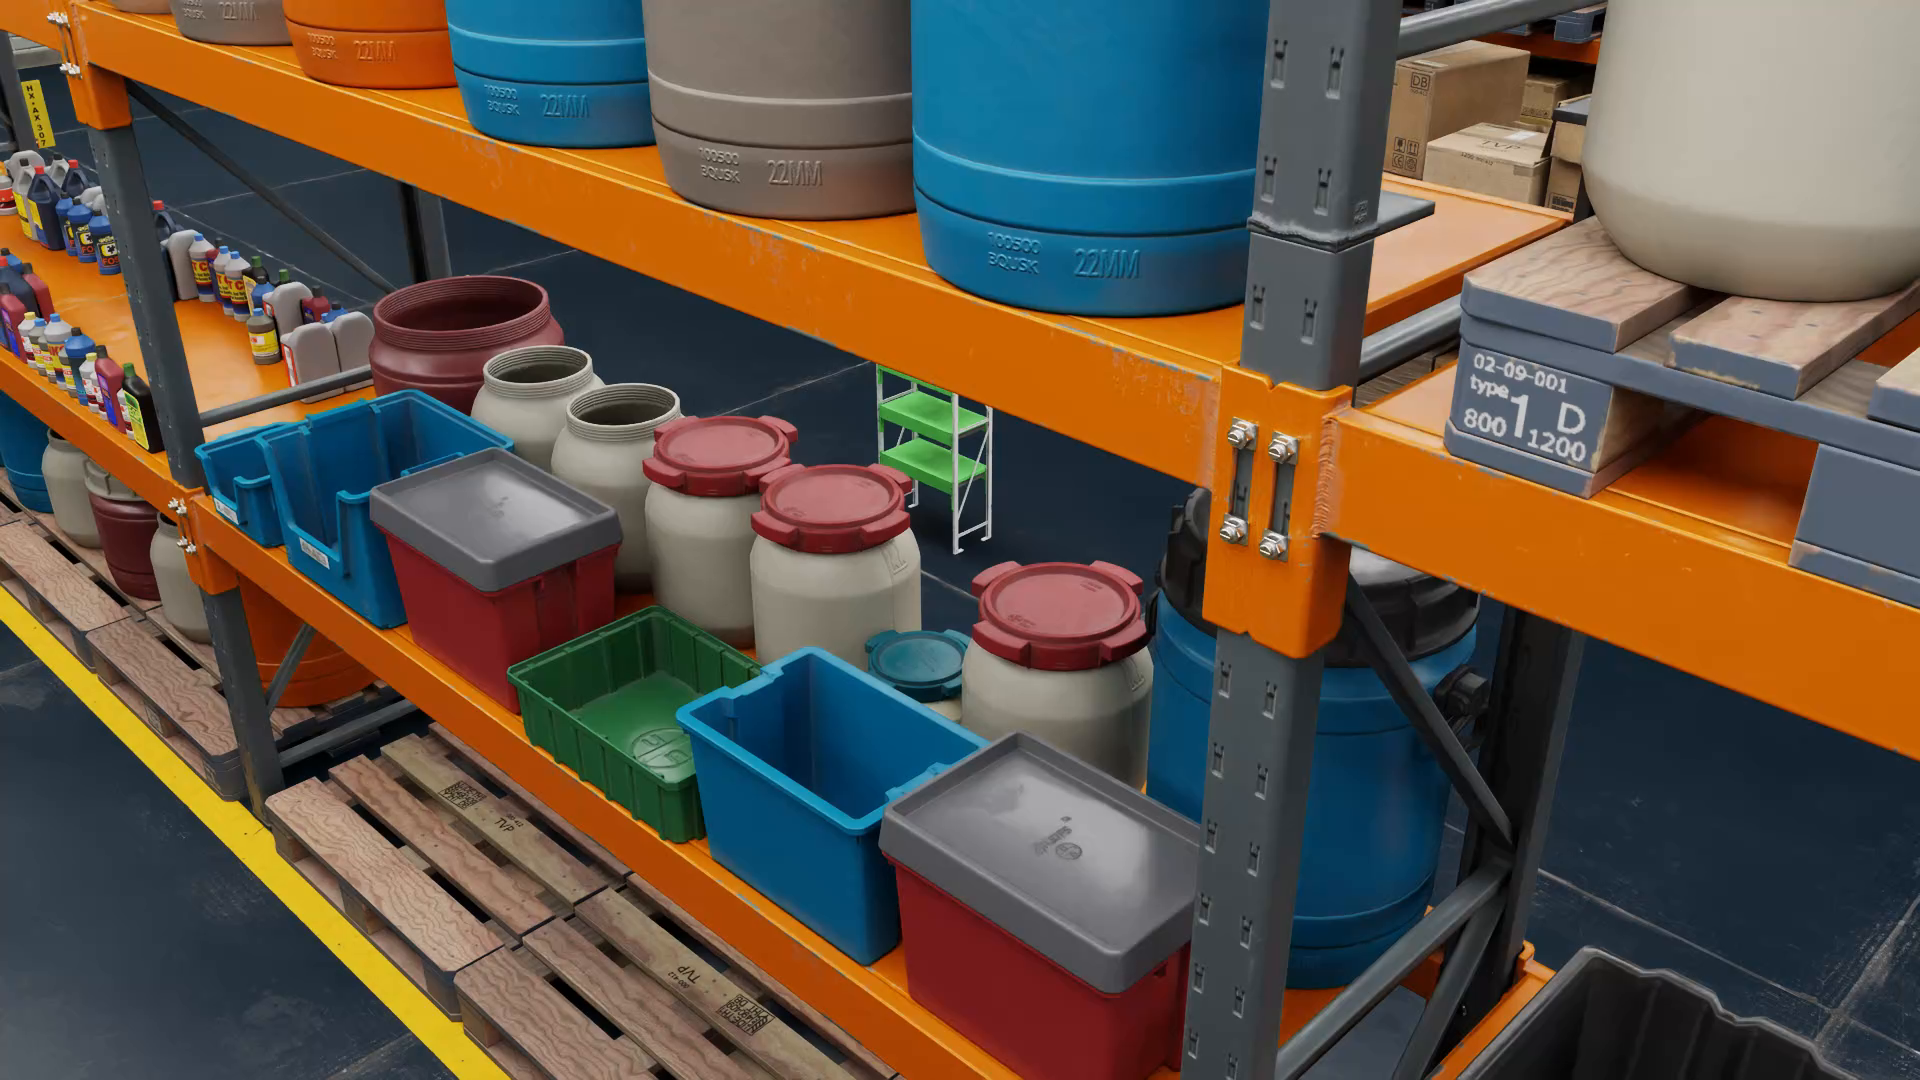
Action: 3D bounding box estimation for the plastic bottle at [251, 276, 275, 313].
[{"bbox_3d":[-2.627,-0.867,6.315,0.097,0.271,0.097,0,28,0],"label":"plastic bottle"}]

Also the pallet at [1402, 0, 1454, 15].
[{"bbox_3d":[3.473,-4.302,12.915,1.213,0.211,1.003,25,36,38],"label":"pallet"}]

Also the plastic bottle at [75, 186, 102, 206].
[{"bbox_3d":[-3.834,-1.443,7.405,0.135,0.276,0.152,25,36,38],"label":"plastic bottle"}]

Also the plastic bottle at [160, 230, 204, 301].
[{"bbox_3d":[-3.180,-1.144,6.836,0.135,0.276,0.152,25,36,38],"label":"plastic bottle"}]

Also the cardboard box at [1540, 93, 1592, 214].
[{"bbox_3d":[2.915,-1.603,7.014,0.797,0.503,0.637,-21,34,-34],"label":"cardboard box"}]

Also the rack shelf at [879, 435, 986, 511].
[{"bbox_3d":[-0.118,-0.316,7.715,0.480,0.148,0.258,25,36,38],"label":"rack shelf"}]

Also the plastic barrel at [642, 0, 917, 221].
[{"bbox_3d":[-0.238,-1.050,2.762,0.600,0.901,0.600,0,28,0],"label":"plastic barrel"}]

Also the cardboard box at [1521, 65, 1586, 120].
[{"bbox_3d":[4.241,-3.303,12.237,0.500,0.250,0.500,24,36,37],"label":"cardboard box"}]

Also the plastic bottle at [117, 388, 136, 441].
[{"bbox_3d":[-2.766,-0.444,5.586,0.097,0.201,0.097,0,28,0],"label":"plastic bottle"}]

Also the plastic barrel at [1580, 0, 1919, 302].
[{"bbox_3d":[0.912,-0.550,1.779,0.421,0.512,0.421,0,28,0],"label":"plastic barrel"}]

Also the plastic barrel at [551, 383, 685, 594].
[{"bbox_3d":[-0.925,-0.145,4.684,0.421,0.512,0.421,0,28,0],"label":"plastic barrel"}]

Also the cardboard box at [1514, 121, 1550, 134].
[{"bbox_3d":[2.742,-1.814,7.670,0.258,0.266,0.396,23,36,37],"label":"cardboard box"}]

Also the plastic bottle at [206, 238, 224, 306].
[{"bbox_3d":[-2.983,-1.087,6.720,0.133,0.283,0.061,25,36,38],"label":"plastic bottle"}]

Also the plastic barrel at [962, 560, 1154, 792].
[{"bbox_3d":[0.215,0.362,3.693,0.433,0.535,0.433,0,28,0],"label":"plastic barrel"}]

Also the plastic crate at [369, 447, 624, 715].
[{"bbox_3d":[-1.171,0.102,4.264,0.583,0.464,0.402,25,36,38],"label":"plastic crate"}]

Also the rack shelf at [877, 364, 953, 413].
[{"bbox_3d":[-0.118,-0.741,7.492,0.480,0.148,0.258,25,36,38],"label":"rack shelf"}]

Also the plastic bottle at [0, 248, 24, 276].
[{"bbox_3d":[-3.769,-1.029,6.621,0.097,0.271,0.097,0,28,0],"label":"plastic bottle"}]

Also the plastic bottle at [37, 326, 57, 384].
[{"bbox_3d":[-3.278,-0.679,6.031,0.097,0.201,0.097,0,28,0],"label":"plastic bottle"}]

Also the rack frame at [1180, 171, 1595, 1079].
[{"bbox_3d":[0.743,0.807,2.992,0.127,3.000,1.000,25,36,38],"label":"rack frame"}]

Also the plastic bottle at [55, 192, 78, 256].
[{"bbox_3d":[-3.908,-1.394,7.316,0.097,0.271,0.097,0,28,0],"label":"plastic bottle"}]

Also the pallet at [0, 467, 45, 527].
[{"bbox_3d":[-4.440,-0.304,8.100,1.213,0.211,1.003,25,36,38],"label":"pallet"}]

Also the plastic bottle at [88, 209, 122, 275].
[{"bbox_3d":[-3.646,-1.274,7.089,0.097,0.271,0.097,0,28,0],"label":"plastic bottle"}]

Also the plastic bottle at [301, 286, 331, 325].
[{"bbox_3d":[-2.393,-0.817,6.207,0.133,0.283,0.061,25,36,38],"label":"plastic bottle"}]

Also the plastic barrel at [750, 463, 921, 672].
[{"bbox_3d":[-0.308,0.122,4.148,0.433,0.535,0.433,0,28,0],"label":"plastic barrel"}]

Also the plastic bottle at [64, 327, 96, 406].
[{"bbox_3d":[-3.070,-0.614,5.833,0.097,0.271,0.097,0,28,0],"label":"plastic bottle"}]

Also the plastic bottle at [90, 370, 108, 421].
[{"bbox_3d":[-2.931,-0.520,5.729,0.097,0.201,0.097,0,28,0],"label":"plastic bottle"}]

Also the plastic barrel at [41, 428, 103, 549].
[{"bbox_3d":[-3.741,-0.260,7.243,0.421,0.512,0.421,0,28,0],"label":"plastic barrel"}]

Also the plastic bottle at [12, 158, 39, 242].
[{"bbox_3d":[-4.178,-1.542,7.513,0.185,0.351,0.144,25,36,38],"label":"plastic bottle"}]

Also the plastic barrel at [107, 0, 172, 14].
[{"bbox_3d":[-2.102,-1.672,4.364,0.421,0.512,0.421,0,28,0],"label":"plastic barrel"}]

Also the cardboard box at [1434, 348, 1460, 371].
[{"bbox_3d":[2.669,-0.659,7.993,0.700,0.500,0.500,-22,35,-35],"label":"cardboard box"}]

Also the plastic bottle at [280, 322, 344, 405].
[{"bbox_3d":[-2.298,-0.641,5.880,0.135,0.276,0.152,25,36,38],"label":"plastic bottle"}]

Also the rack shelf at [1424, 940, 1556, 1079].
[{"bbox_3d":[2.169,1.778,1.919,4.000,0.370,1.077,25,36,38],"label":"rack shelf"}]

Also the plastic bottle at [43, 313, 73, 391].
[{"bbox_3d":[-3.208,-0.678,5.954,0.097,0.271,0.097,0,28,0],"label":"plastic bottle"}]

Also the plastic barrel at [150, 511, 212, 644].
[{"bbox_3d":[-2.935,0.109,6.543,0.421,0.512,0.421,0,28,0],"label":"plastic barrel"}]

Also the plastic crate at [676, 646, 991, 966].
[{"bbox_3d":[-0.262,0.557,3.484,0.575,0.384,0.392,25,36,38],"label":"plastic crate"}]

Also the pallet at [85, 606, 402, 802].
[{"bbox_3d":[-2.701,0.493,6.586,1.213,0.211,1.003,25,36,38],"label":"pallet"}]

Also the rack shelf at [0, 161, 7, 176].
[{"bbox_3d":[-6.388,-2.138,9.365,4.000,0.370,1.077,25,36,38],"label":"rack shelf"}]

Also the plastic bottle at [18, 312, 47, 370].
[{"bbox_3d":[-3.417,-0.742,6.152,0.097,0.201,0.097,0,28,0],"label":"plastic bottle"}]

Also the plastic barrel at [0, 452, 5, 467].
[{"bbox_3d":[-4.585,-0.877,7.999,0.708,0.901,0.600,25,36,38],"label":"plastic barrel"}]

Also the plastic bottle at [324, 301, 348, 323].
[{"bbox_3d":[-2.255,-0.737,6.066,0.097,0.271,0.097,0,28,0],"label":"plastic bottle"}]

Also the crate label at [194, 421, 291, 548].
[{"bbox_3d":[-2.072,-0.162,5.015,0.416,0.233,0.303,25,36,38],"label":"crate label"}]

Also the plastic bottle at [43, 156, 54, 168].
[{"bbox_3d":[-4.257,-1.670,7.828,0.133,0.283,0.061,25,36,38],"label":"plastic bottle"}]

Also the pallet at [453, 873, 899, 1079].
[{"bbox_3d":[-0.718,1.400,4.861,1.213,0.211,1.003,25,36,38],"label":"pallet"}]

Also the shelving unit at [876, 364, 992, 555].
[{"bbox_3d":[-0.118,-0.585,7.573,0.503,1.200,0.258,25,36,38],"label":"shelving unit"}]

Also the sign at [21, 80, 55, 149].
[{"bbox_3d":[-4.574,-2.108,8.238,0.005,0.325,0.100,25,36,38],"label":"sign"}]

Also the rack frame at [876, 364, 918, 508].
[{"bbox_3d":[-0.292,-0.665,7.725,0.015,1.200,0.240,25,36,38],"label":"rack frame"}]

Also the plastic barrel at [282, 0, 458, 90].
[{"bbox_3d":[-1.209,-1.463,3.624,0.708,0.830,0.600,25,36,38],"label":"plastic barrel"}]

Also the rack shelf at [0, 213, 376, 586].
[{"bbox_3d":[-3.535,-0.832,6.883,4.000,0.370,1.077,25,36,38],"label":"rack shelf"}]

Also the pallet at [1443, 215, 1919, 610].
[{"bbox_3d":[1.326,-0.234,1.952,1.003,0.211,1.213,25,36,38],"label":"pallet"}]

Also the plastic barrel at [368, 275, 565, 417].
[{"bbox_3d":[-1.566,-0.508,5.346,0.708,0.536,0.600,25,36,38],"label":"plastic barrel"}]

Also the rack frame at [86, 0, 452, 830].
[{"bbox_3d":[-2.109,-0.498,5.474,0.127,3.000,1.000,25,36,38],"label":"rack frame"}]

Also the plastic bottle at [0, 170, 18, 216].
[{"bbox_3d":[-4.528,-1.647,7.872,0.097,0.201,0.097,0,28,0],"label":"plastic bottle"}]

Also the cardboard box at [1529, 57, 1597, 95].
[{"bbox_3d":[4.591,-3.472,12.558,0.500,0.250,0.500,23,35,36],"label":"cardboard box"}]

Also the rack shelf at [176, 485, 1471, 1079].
[{"bbox_3d":[-0.683,0.473,4.401,4.000,0.370,1.077,25,36,38],"label":"rack shelf"}]

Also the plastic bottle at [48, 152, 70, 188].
[{"bbox_3d":[-4.077,-1.590,7.604,0.185,0.351,0.144,25,36,38],"label":"plastic bottle"}]

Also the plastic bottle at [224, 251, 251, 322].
[{"bbox_3d":[-2.844,-1.006,6.579,0.097,0.271,0.097,0,28,0],"label":"plastic bottle"}]

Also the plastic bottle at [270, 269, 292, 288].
[{"bbox_3d":[-2.585,-0.905,6.373,0.133,0.283,0.061,25,36,38],"label":"plastic bottle"}]
